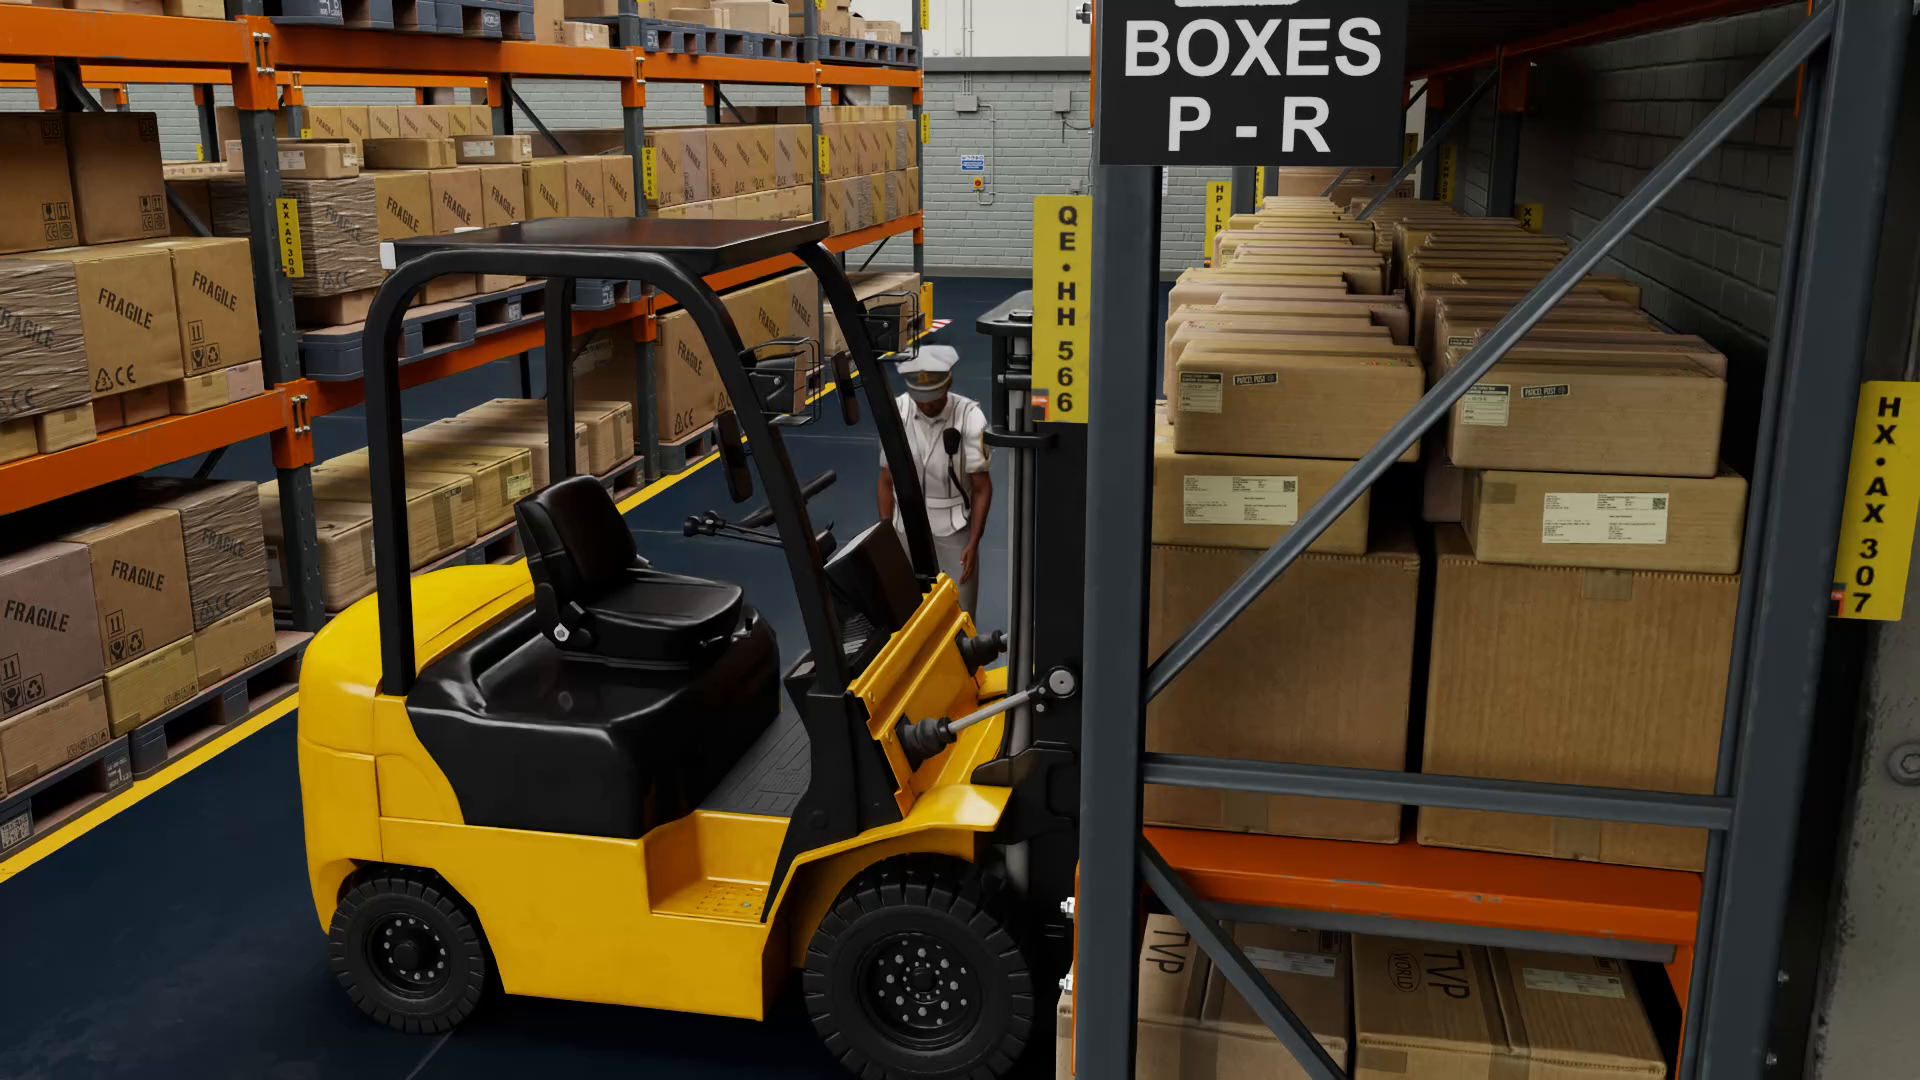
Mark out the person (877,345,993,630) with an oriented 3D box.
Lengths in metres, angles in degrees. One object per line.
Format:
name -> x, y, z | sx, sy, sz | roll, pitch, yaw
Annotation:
person -> -0.100, 0.006, 6.655 | 0.469, 1.591, 0.500 | 3, 15, 13
